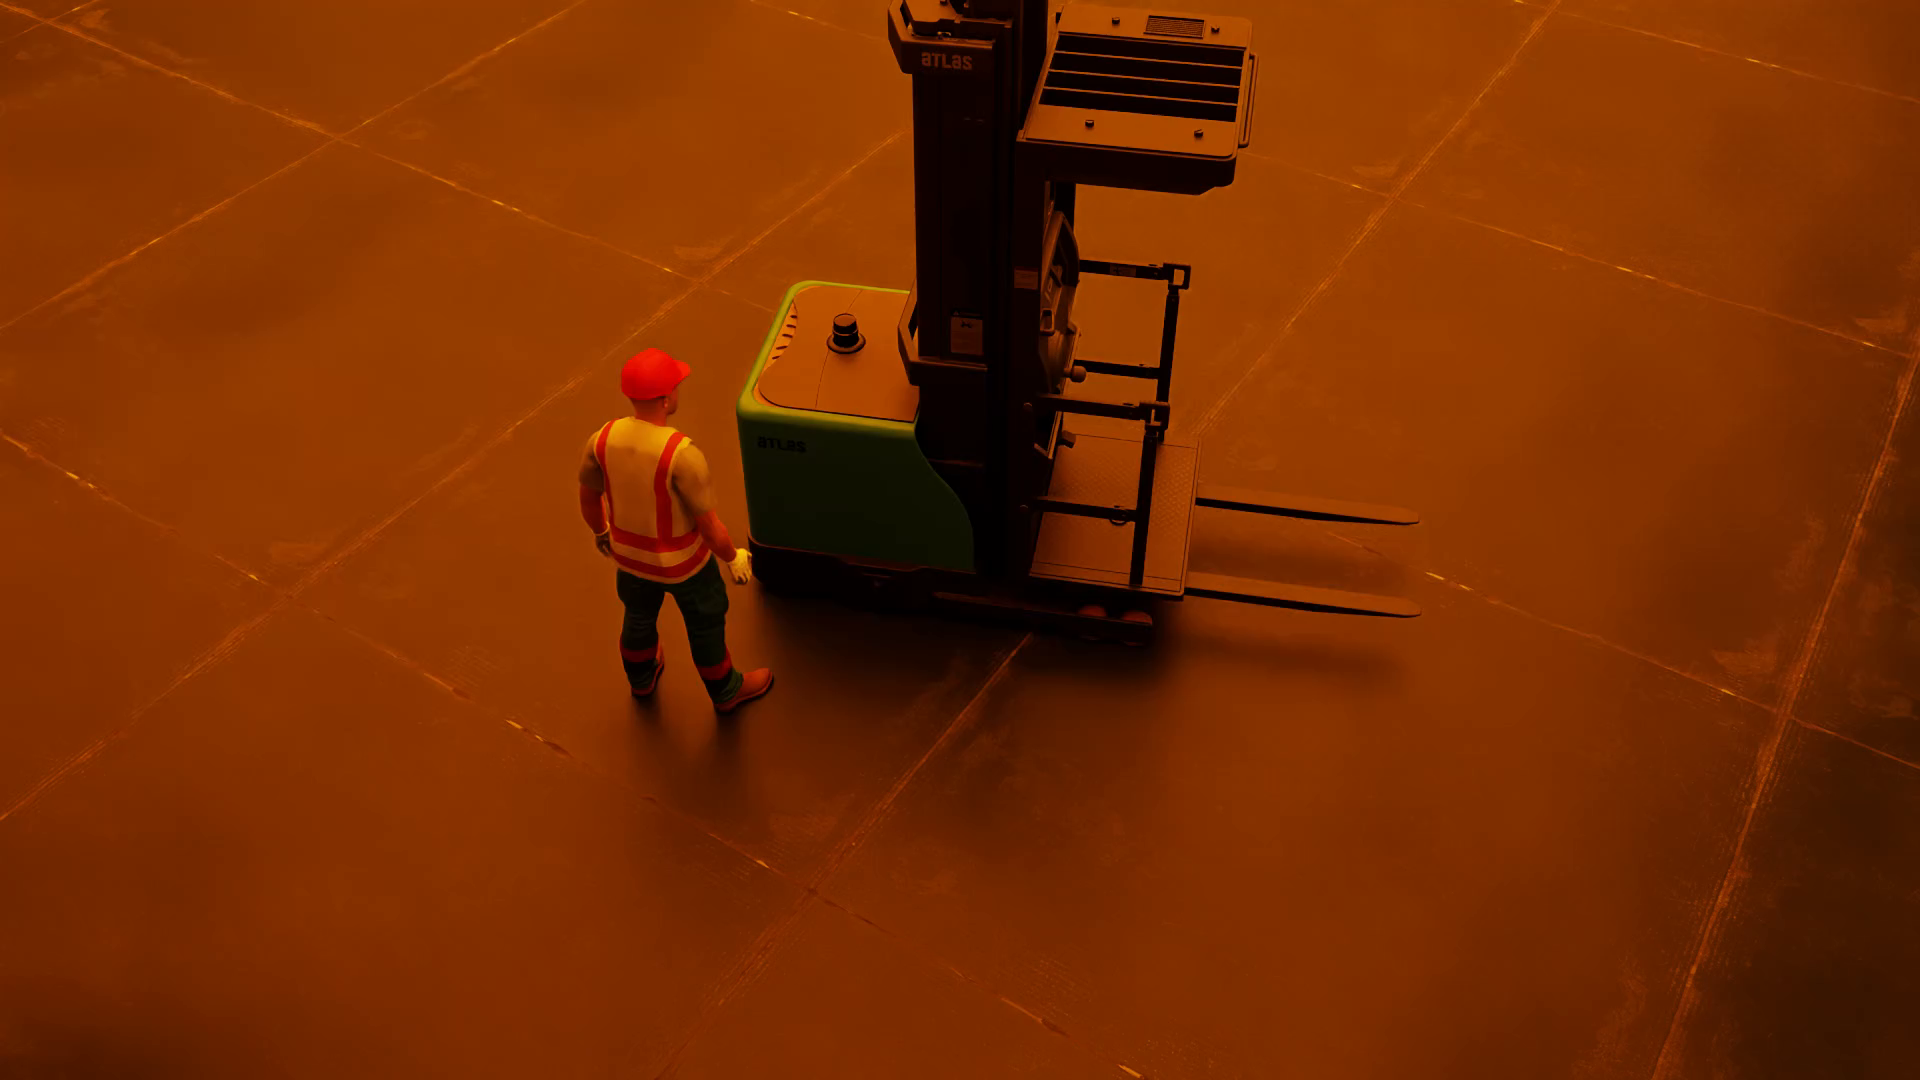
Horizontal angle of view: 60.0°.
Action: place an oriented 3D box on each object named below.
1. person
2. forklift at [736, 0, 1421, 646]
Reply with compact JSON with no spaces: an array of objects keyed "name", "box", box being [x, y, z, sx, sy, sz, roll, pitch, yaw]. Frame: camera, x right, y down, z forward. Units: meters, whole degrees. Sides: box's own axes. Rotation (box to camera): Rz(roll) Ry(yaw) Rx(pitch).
[{"name":"person","box":[-1.154,0.021,6.665,0.675,1.781,0.471,16,46,17]},{"name":"forklift","box":[0.598,-0.987,6.890,3.031,2.935,1.130,7,44,8]}]
